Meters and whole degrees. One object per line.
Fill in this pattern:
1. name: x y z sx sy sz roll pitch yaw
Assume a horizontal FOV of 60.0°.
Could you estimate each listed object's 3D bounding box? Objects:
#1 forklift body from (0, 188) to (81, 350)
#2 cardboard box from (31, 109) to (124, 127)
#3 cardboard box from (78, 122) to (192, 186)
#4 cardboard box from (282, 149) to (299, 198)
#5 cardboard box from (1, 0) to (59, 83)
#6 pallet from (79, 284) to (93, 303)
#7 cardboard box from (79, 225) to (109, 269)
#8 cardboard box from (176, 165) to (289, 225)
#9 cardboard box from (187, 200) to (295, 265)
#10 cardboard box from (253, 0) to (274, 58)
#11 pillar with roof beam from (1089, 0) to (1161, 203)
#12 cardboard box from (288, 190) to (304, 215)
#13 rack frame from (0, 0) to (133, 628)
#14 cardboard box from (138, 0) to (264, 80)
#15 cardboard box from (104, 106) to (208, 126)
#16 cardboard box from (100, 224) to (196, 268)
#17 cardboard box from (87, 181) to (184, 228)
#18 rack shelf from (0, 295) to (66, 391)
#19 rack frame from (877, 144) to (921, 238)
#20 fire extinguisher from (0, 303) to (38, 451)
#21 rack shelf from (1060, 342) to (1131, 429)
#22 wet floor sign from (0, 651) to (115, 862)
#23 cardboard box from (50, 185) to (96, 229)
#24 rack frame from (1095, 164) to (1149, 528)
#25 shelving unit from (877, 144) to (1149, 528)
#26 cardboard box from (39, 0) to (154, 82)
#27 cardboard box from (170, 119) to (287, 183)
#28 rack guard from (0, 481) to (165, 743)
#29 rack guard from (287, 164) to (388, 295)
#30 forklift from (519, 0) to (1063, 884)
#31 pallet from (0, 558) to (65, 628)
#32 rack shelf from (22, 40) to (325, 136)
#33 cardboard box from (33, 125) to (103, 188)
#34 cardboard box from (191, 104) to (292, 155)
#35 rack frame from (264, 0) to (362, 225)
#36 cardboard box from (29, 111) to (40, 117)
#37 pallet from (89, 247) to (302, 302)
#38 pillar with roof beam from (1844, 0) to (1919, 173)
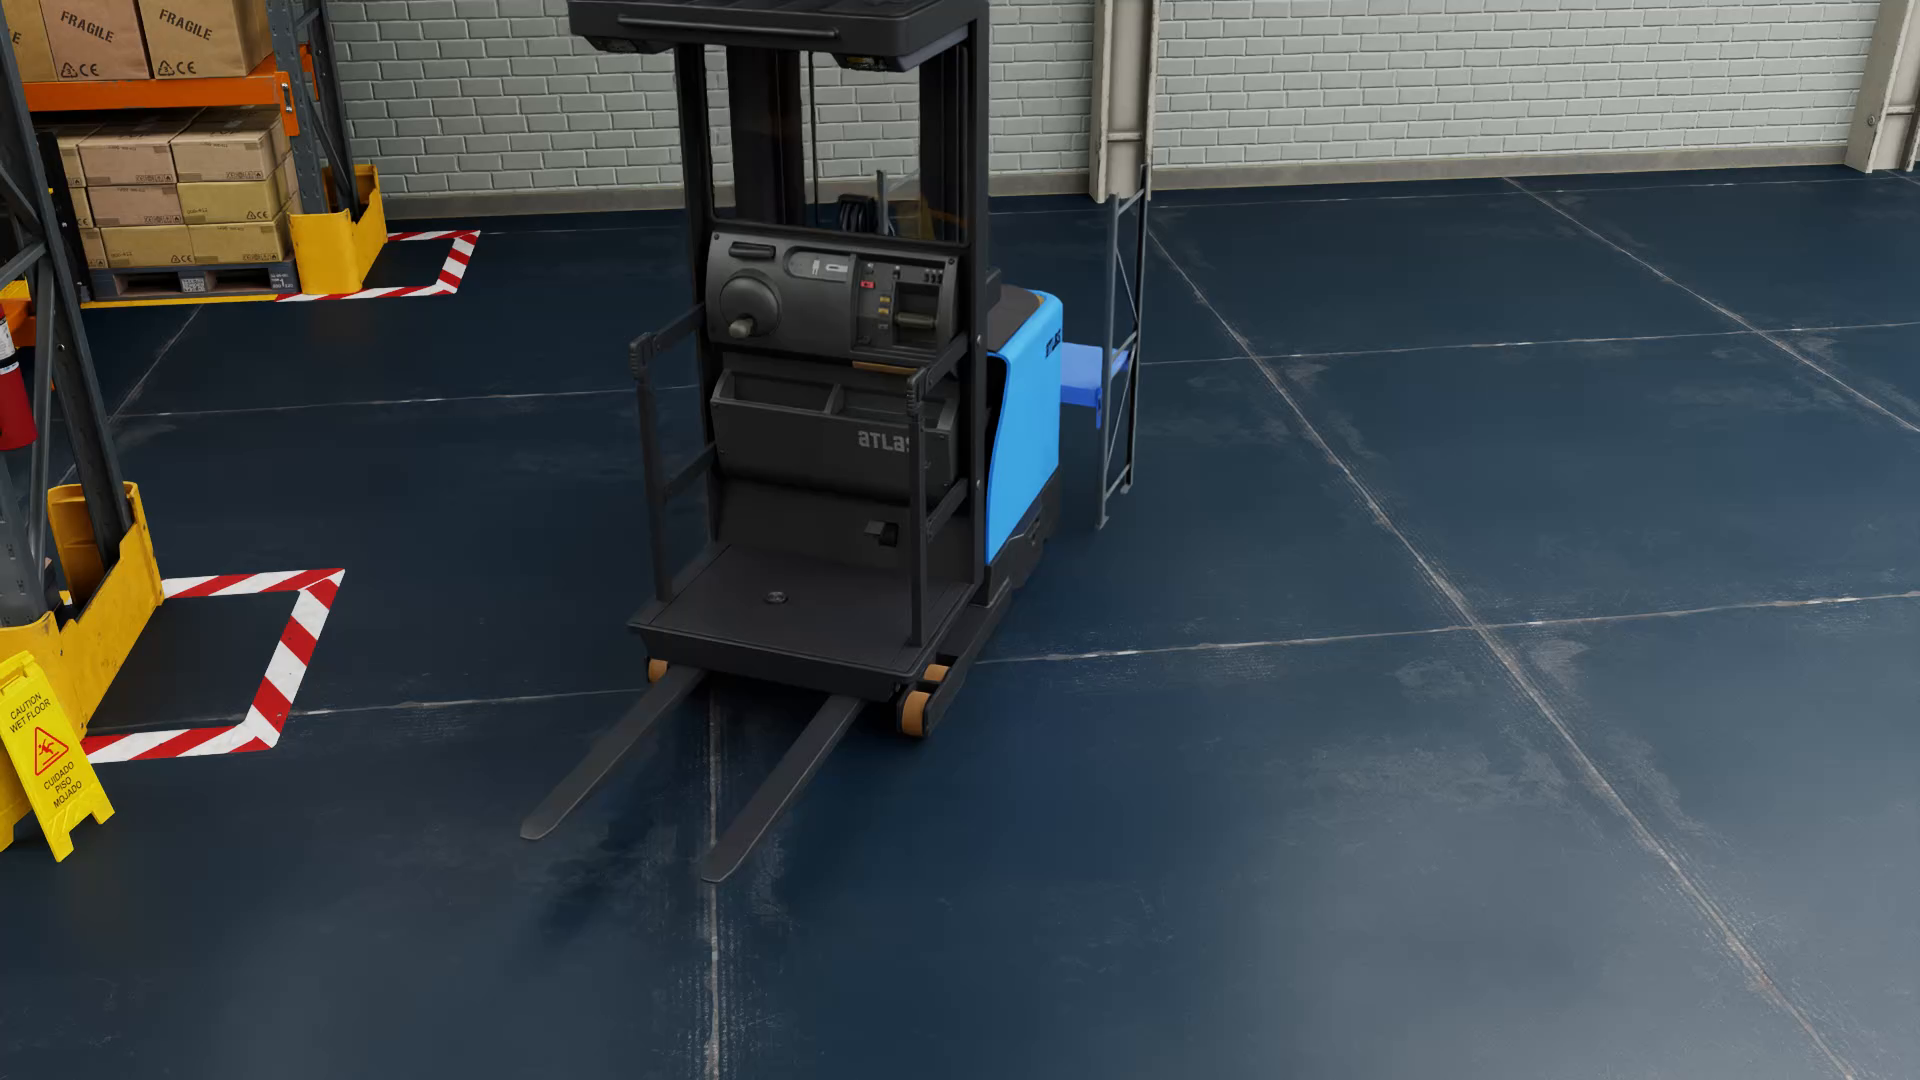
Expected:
1. forklift body: -5.588 -1.776 8.356 1.214 2.155 2.313 -4 27 -7
2. cardboard box: -5.458 -2.502 10.298 0.500 0.250 0.500 -4 27 -7
3. cardboard box: -4.882 -2.302 9.908 0.500 0.250 0.500 -3 27 -6
4. cardboard box: -4.459 -2.349 10.547 0.500 0.250 0.500 -3 27 -6
5. cardboard box: -5.438 -2.932 9.569 0.500 0.500 0.500 -4 27 -8
6. pallet: -5.922 -1.715 10.361 1.213 0.211 1.003 -4 27 -7
7. cardboard box: -5.377 -1.835 10.092 0.500 0.250 0.500 -3 27 -7
8. cardboard box: -4.403 -2.113 10.086 0.500 0.250 0.500 -4 27 -8
9. cardboard box: -4.386 -1.890 10.200 0.500 0.250 0.500 -3 27 -7
10. cardboard box: -4.494 -3.238 10.165 0.500 0.500 0.500 -3 27 -5
11. pillar with roof beam: 1.761 -4.567 6.294 0.400 9.000 9.100 -4 27 -7
12. cardboard box: -4.478 -2.120 10.648 0.500 0.250 0.500 -4 27 -7
13. rack frame: -3.270 -0.856 5.632 0.127 3.000 1.000 -4 27 -7
14. cardboard box: -4.416 -2.994 9.689 0.500 0.500 0.500 -4 27 -8
15. cardboard box: -4.961 -2.529 10.350 0.500 0.250 0.500 -4 27 -7
16. cardboard box: -4.880 -1.863 10.146 0.500 0.250 0.500 -4 27 -7
17. cardboard box: -4.901 -2.086 10.034 0.500 0.250 0.500 -4 27 -8
18. rack shelf: -5.250 -0.408 5.548 4.000 0.370 1.077 -4 27 -7
19. rack frame: -0.245 -0.996 7.548 0.032 1.500 0.500 10 29 19
20. fire extinguisher: -3.092 -0.620 5.258 0.183 0.674 0.296 -4 27 -7
21. rack shelf: 0.229 -0.752 7.466 1.000 0.185 0.538 10 29 19
22. wet floor sign: -2.932 0.664 5.250 0.232 0.644 0.267 6 28 11
23. cardboard box: -5.410 -2.044 9.951 0.500 0.250 0.500 -4 27 -8
24. rack frame: 0.702 -0.827 7.219 0.032 1.500 0.500 10 29 19
25. shelving unit: 0.229 -0.912 7.384 1.048 1.500 0.538 10 29 19
26. cardboard box: -4.931 -2.965 9.633 0.500 0.500 0.500 -3 27 -5
27. cardboard box: -4.377 -2.337 9.976 0.500 0.250 0.500 -3 27 -5
28. rack guard: -3.345 0.261 6.193 0.348 0.500 1.175 -4 27 -7
29. rack guard: -3.941 -1.989 10.578 0.348 0.500 1.175 -4 27 -7
30. forklift: -0.522 -0.814 5.625 1.130 2.935 3.031 9 28 17
31. pallet: -4.154 0.426 6.189 1.213 0.211 1.003 -4 27 -7
32. rack shelf: -5.945 -2.652 9.921 4.000 0.370 1.077 -4 27 -7
33. cardboard box: -5.381 -2.266 9.836 0.500 0.250 0.500 -3 27 -6
34. cardboard box: -4.467 -2.563 10.415 0.500 0.250 0.500 -4 27 -8
35. rack frame: -3.965 -3.099 10.004 0.127 3.000 1.000 -4 27 -7
36. cardboard box: -5.967 -2.473 10.240 0.500 0.250 0.500 -4 27 -8
37. pallet: -4.716 -1.791 10.509 1.213 0.211 1.003 -4 27 -7
38. pillar with roof beam: 7.703 -4.949 7.037 0.400 9.000 9.100 -4 27 -7
